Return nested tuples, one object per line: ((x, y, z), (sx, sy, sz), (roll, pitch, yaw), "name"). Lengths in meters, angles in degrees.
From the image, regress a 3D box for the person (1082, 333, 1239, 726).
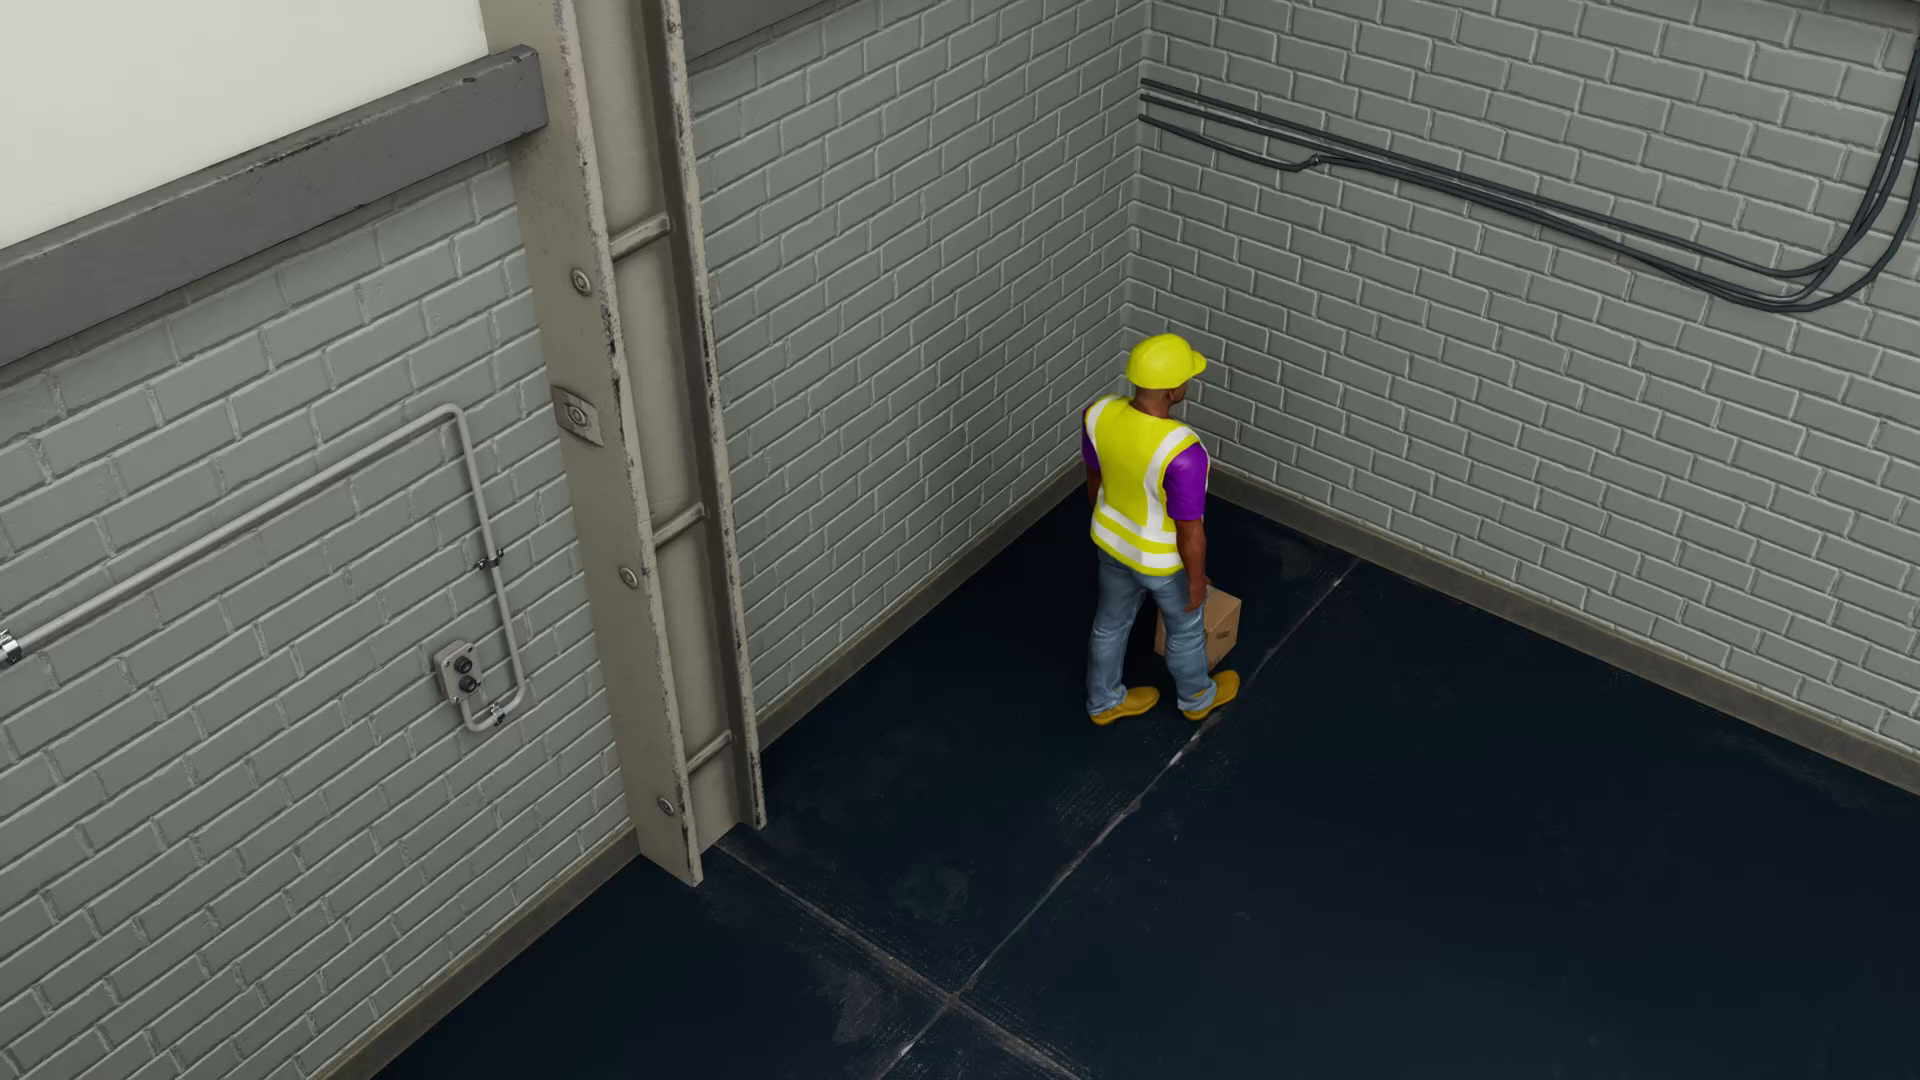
((0.786, -0.044, 6.187), (0.617, 1.765, 0.572), (-30, 47, -32), "person")
